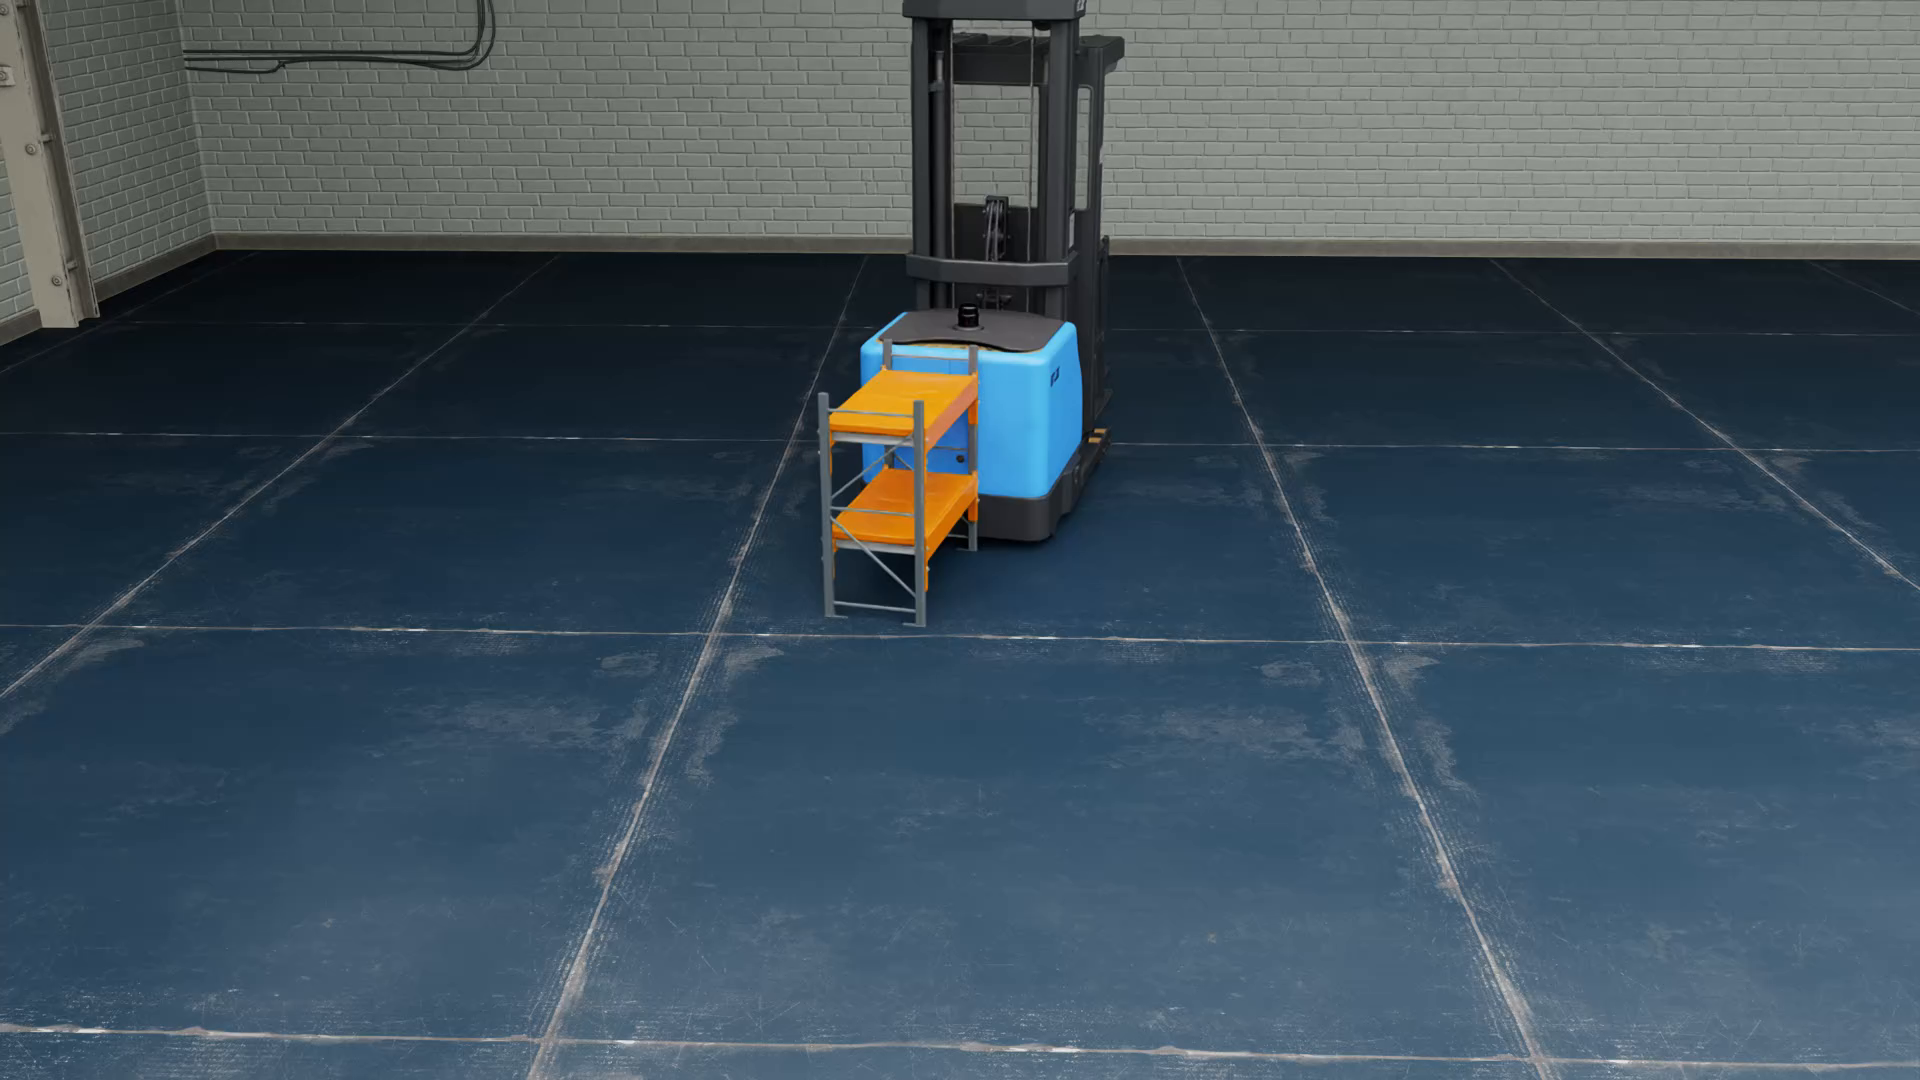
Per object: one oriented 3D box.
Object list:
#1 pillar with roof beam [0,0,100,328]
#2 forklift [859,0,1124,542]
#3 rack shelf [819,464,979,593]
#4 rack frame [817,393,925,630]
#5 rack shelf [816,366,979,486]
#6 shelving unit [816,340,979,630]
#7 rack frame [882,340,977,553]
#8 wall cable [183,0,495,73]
[{"bbox_3d":[-3.004,-5.941,11.900,9.100,9.000,0.400,1,21,2],"label":"pillar with roof beam"},{"bbox_3d":[0.321,-1.855,9.759,1.130,2.935,3.031,5,22,14],"label":"forklift"},{"bbox_3d":[-0.285,-0.075,8.343,0.538,0.278,1.000,5,22,14],"label":"rack shelf"},{"bbox_3d":[-0.413,-0.125,7.796,0.500,1.125,0.032,5,22,14],"label":"rack frame"},{"bbox_3d":[-0.285,-0.576,8.148,0.538,0.278,1.000,5,22,14],"label":"rack shelf"},{"bbox_3d":[-0.285,-0.303,8.254,0.538,1.125,1.048,5,22,14],"label":"shelving unit"},{"bbox_3d":[-0.157,-0.481,8.713,0.500,1.125,0.032,5,22,14],"label":"rack frame"},{"bbox_3d":[-5.896,-5.591,15.292,3.097,2.526,0.112,1,21,2],"label":"wall cable"}]
